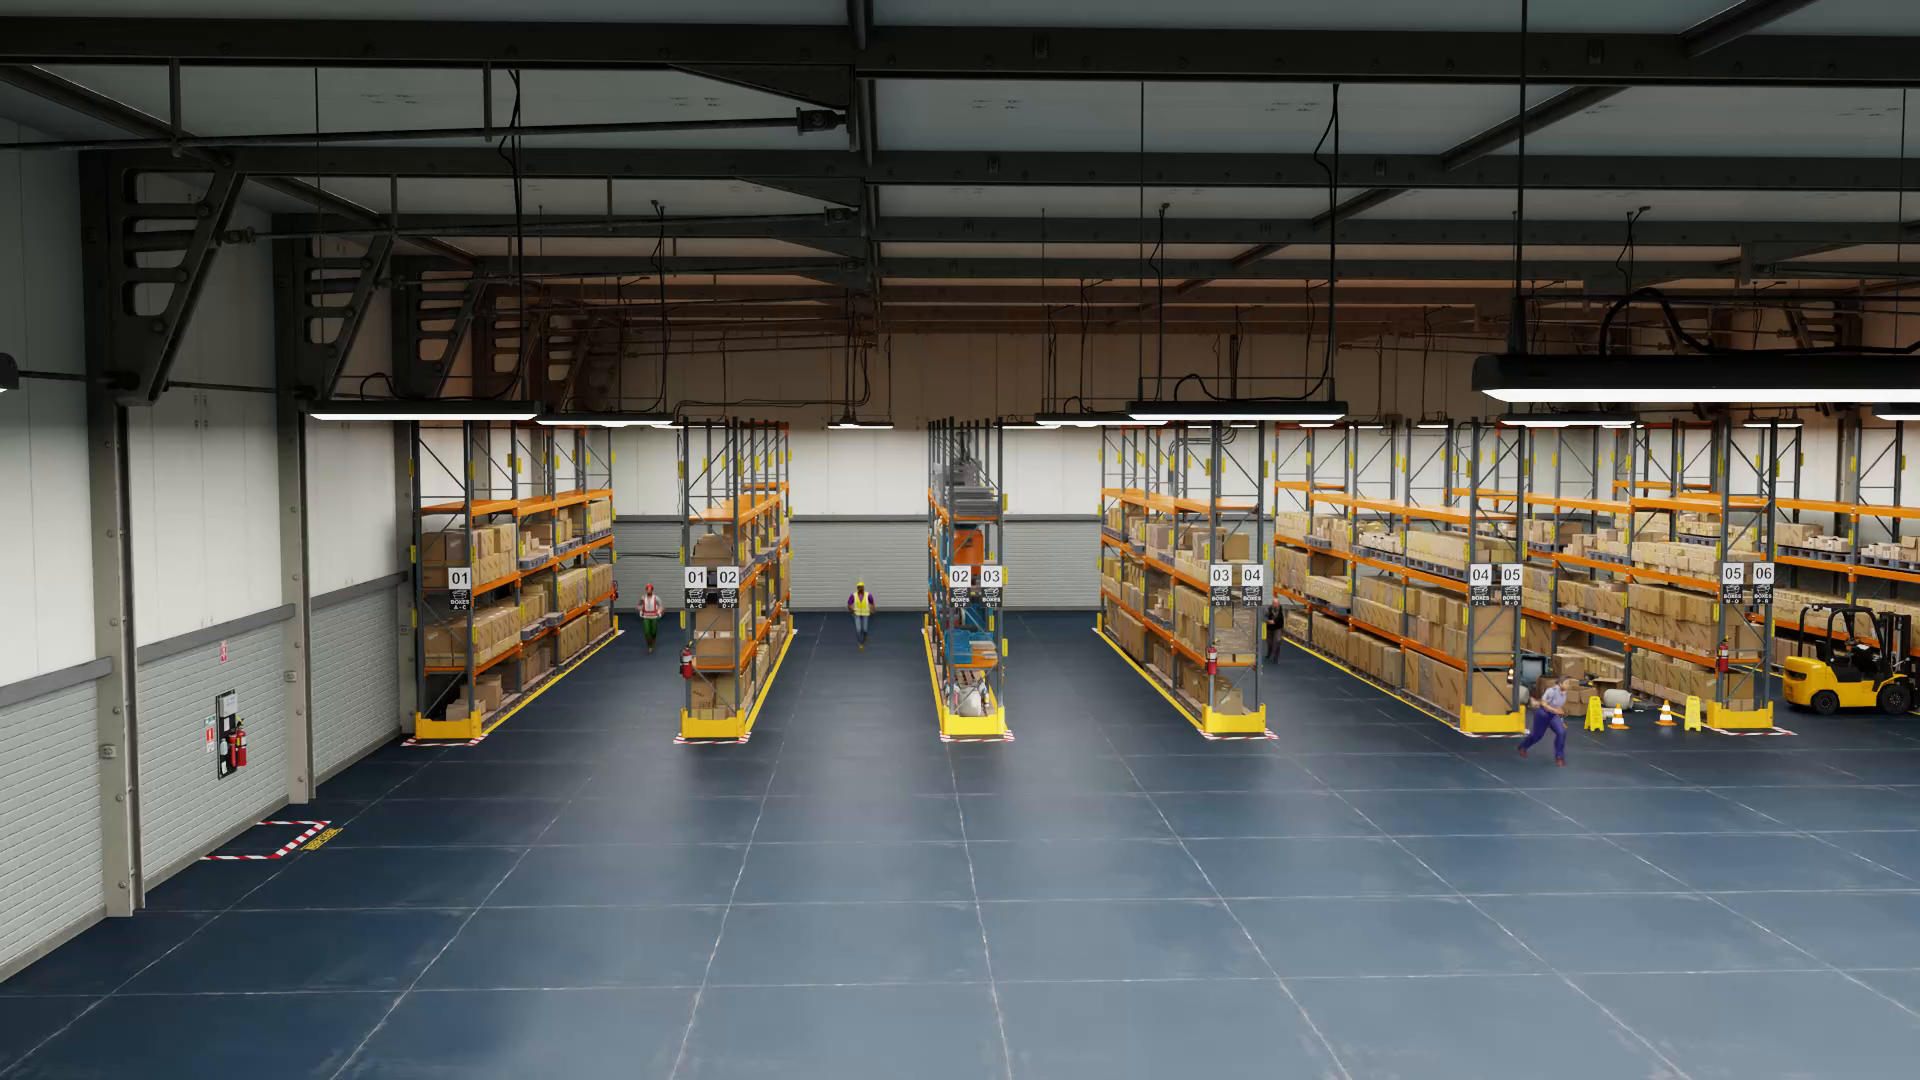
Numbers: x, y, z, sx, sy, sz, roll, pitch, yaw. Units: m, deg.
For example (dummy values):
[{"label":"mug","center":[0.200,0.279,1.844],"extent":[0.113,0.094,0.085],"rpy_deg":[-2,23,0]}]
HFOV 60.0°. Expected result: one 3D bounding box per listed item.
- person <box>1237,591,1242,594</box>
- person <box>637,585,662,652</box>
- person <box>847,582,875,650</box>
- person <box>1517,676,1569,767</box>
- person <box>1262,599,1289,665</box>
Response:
[{"label":"person","center":[8.243,1.765,48.350],"extent":[0.549,1.727,0.682],"rpy_deg":[1,4,20]},{"label":"person","center":[-8.095,2.030,43.367],"extent":[0.655,1.752,0.690],"rpy_deg":[0,4,-7]},{"label":"person","center":[-2.516,1.922,42.281],"extent":[0.703,1.721,0.588],"rpy_deg":[0,4,-5]},{"label":"person","center":[10.079,3.103,28.713],"extent":[0.649,1.598,0.962],"rpy_deg":[-3,5,-39]},{"label":"person","center":[7.770,2.250,41.158],"extent":[0.699,1.682,0.989],"rpy_deg":[0,4,1]}]
